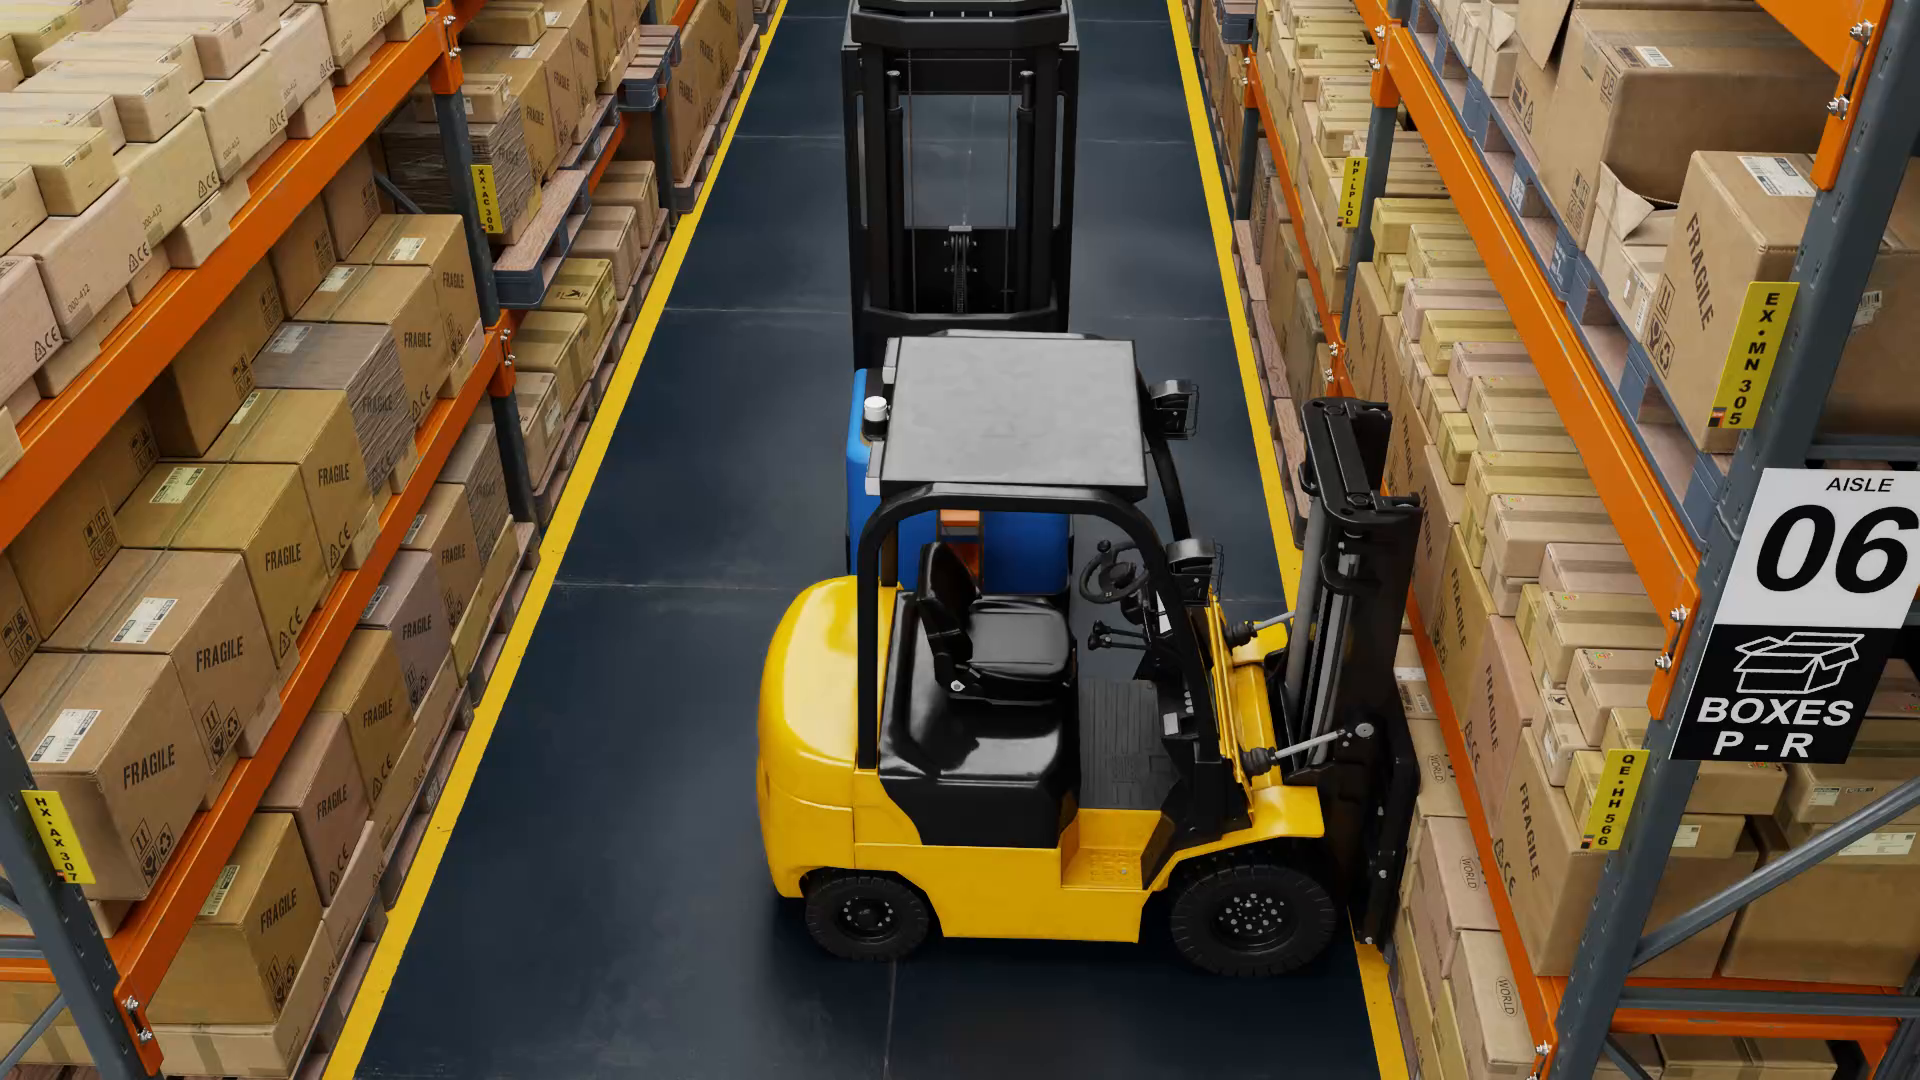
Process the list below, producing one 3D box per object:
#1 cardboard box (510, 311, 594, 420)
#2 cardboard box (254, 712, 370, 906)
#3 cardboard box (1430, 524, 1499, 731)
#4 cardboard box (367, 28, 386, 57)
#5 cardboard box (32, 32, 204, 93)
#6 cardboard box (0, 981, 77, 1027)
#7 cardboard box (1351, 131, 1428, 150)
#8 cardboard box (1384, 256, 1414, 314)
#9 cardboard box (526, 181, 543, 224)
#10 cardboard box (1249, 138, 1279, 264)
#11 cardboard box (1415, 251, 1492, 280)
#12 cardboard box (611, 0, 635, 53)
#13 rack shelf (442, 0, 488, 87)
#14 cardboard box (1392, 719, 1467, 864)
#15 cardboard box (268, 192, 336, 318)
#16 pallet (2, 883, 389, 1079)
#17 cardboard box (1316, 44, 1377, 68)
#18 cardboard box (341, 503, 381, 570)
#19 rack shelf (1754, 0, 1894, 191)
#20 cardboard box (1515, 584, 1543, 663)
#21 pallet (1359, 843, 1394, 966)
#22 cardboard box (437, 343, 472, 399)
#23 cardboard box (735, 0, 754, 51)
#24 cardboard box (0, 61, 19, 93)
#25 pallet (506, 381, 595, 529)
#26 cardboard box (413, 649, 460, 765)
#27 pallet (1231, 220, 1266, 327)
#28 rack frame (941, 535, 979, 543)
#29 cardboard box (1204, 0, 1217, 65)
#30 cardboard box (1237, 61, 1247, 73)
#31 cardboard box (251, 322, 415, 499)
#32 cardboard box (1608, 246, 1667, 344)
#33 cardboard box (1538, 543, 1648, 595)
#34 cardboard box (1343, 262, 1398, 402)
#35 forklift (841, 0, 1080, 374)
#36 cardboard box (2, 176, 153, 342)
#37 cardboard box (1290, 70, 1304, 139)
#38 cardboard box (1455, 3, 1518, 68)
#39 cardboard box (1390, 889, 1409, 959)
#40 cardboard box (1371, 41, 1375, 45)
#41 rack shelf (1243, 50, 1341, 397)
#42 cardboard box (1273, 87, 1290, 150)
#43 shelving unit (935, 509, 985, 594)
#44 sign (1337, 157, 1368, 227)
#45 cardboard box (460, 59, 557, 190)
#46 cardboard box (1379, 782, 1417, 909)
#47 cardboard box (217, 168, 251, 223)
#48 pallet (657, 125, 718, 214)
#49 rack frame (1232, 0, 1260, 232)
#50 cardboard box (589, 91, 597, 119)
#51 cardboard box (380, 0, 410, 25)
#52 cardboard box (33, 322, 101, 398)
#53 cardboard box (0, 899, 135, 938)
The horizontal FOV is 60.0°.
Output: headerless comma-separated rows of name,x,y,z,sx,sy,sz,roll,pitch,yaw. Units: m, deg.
cardboard box,-2.643,-1.006,9.439,0.950,0.372,0.625,3,35,5
cardboard box,-2.522,0.978,6.069,0.500,0.500,0.500,0,35,0
cardboard box,1.920,0.294,5.582,0.500,0.500,0.500,1,35,1
cardboard box,-2.493,-1.988,6.525,0.380,0.149,0.250,2,35,2
cardboard box,-2.537,-1.420,5.024,0.380,0.149,0.250,2,35,3
cardboard box,-3.076,1.283,5.635,0.500,0.500,0.500,2,35,2
cardboard box,2.120,-1.878,8.108,0.380,0.149,0.250,1,35,2
cardboard box,1.988,-1.063,6.948,0.380,0.149,0.250,2,35,3
cardboard box,-2.330,-1.717,8.384,0.380,0.149,0.250,2,35,3
cardboard box,2.395,-2.223,10.950,0.875,0.625,0.625,2,35,3
cardboard box,2.042,-1.035,6.650,0.380,0.149,0.250,1,35,1
cardboard box,-2.276,-3.263,10.018,0.500,0.500,0.500,1,35,1
rack shelf,-2.607,-3.277,8.766,1.077,0.370,4.000,1,35,2
cardboard box,1.844,0.904,5.957,0.500,0.250,0.500,2,35,2
cardboard box,-2.964,-1.226,6.616,0.700,0.500,0.500,2,35,2
pallet,-2.777,1.735,6.044,1.003,0.211,1.213,1,35,2
cardboard box,2.171,-2.617,9.160,0.380,0.149,0.250,1,35,2
cardboard box,-2.447,-0.022,6.336,0.380,0.149,0.250,2,35,2
rack shelf,2.193,-1.930,4.589,1.077,0.370,4.000,1,35,2
cardboard box,1.920,0.267,5.057,0.380,0.149,0.250,1,35,2
pallet,2.153,1.217,6.780,1.003,0.211,1.213,1,35,2
cardboard box,-2.398,-0.757,7.382,0.380,0.149,0.250,2,35,3
cardboard box,-2.310,-4.736,14.308,0.875,0.875,0.875,2,35,3
cardboard box,-2.973,-1.278,4.821,0.380,0.149,0.250,0,35,1
pallet,-2.657,-0.501,9.225,1.003,0.211,1.213,1,35,2
cardboard box,-2.478,0.702,7.114,0.500,0.250,0.500,2,35,3
pallet,2.362,-1.768,11.027,1.003,0.211,1.213,1,35,2
rack frame,0.000,0.091,7.654,0.200,1.050,0.008,0,35,0
cardboard box,2.338,-4.249,13.941,0.500,0.500,0.500,1,35,1
cardboard box,2.235,-3.392,12.159,0.380,0.149,0.250,0,35,0
cardboard box,-2.486,-0.502,6.456,0.500,0.500,0.500,2,35,3
cardboard box,1.842,-0.604,4.105,0.380,0.149,0.250,0,35,1
cardboard box,1.963,0.142,4.975,0.380,0.149,0.250,2,35,2
cardboard box,1.994,-0.874,7.244,0.500,0.500,0.500,0,35,1
forklift,0.006,-1.558,8.363,1.121,2.935,3.031,0,35,0
cardboard box,-2.531,-0.756,4.426,0.500,0.250,0.500,1,35,1
cardboard box,2.116,-2.392,9.187,0.500,0.250,0.500,2,35,3
cardboard box,1.921,-1.727,5.702,0.380,0.149,0.250,2,35,3
cardboard box,1.874,1.319,6.236,0.500,0.250,0.500,2,35,2
cardboard box,2.652,-2.678,9.593,0.500,0.250,0.500,1,35,2
rack shelf,2.353,-1.937,9.469,1.077,0.370,4.000,1,35,2
cardboard box,2.133,-2.485,9.753,0.500,0.250,0.500,0,35,0
shelving unit,0.000,0.161,7.554,0.215,1.050,0.252,0,35,0
sign,1.730,-1.531,7.327,0.100,0.325,0.005,1,35,2
cardboard box,-2.362,-2.080,8.335,0.500,0.500,0.500,1,35,2
cardboard box,1.850,1.093,6.124,0.500,0.250,0.500,1,35,1
cardboard box,-2.492,-1.099,5.261,0.380,0.149,0.250,0,35,1
pallet,-2.419,-2.803,12.501,1.003,0.211,1.213,1,35,2
rack frame,2.434,-3.380,10.897,1.000,3.000,0.127,1,35,2
cardboard box,-2.287,-2.476,9.464,0.380,0.149,0.250,0,35,0
cardboard box,-2.436,-2.222,6.511,0.500,0.250,0.500,1,35,1
cardboard box,-2.544,-0.509,4.420,0.380,0.149,0.250,2,35,3
cardboard box,-2.627,1.016,4.860,0.380,0.149,0.250,1,35,2
